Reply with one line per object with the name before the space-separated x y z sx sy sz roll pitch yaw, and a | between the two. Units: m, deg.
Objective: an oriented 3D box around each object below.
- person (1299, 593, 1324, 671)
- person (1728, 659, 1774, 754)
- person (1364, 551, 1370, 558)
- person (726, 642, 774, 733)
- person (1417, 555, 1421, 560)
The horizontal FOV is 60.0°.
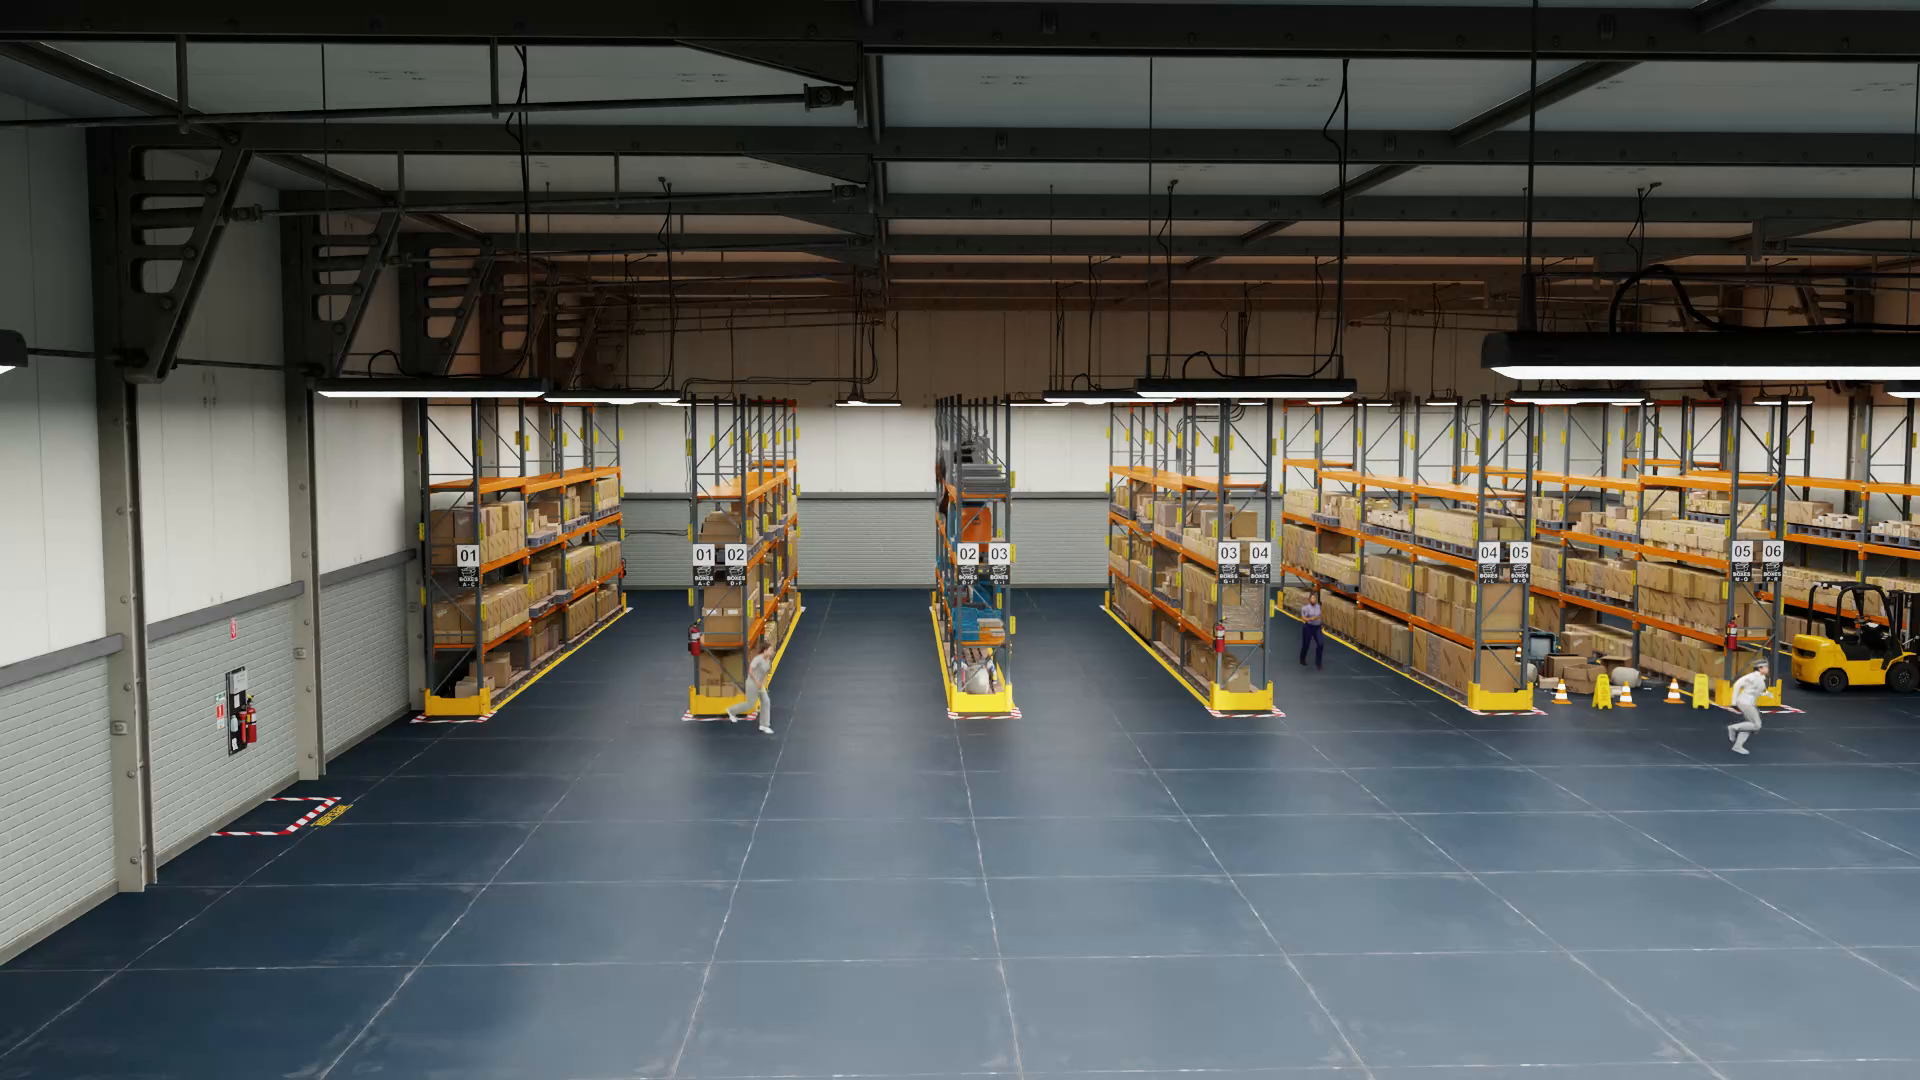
person | 7.759 2.035 36.645 0.575 1.736 0.779 -1 5 -11
person | 13.160 2.756 27.655 0.668 1.616 0.605 3 6 38
person | 11.379 1.192 46.660 0.685 1.747 0.635 -1 5 -10
person | -3.727 2.611 29.628 0.951 1.623 0.580 1 5 16
person | 13.837 0.932 50.488 0.891 1.589 0.535 -2 5 -21
